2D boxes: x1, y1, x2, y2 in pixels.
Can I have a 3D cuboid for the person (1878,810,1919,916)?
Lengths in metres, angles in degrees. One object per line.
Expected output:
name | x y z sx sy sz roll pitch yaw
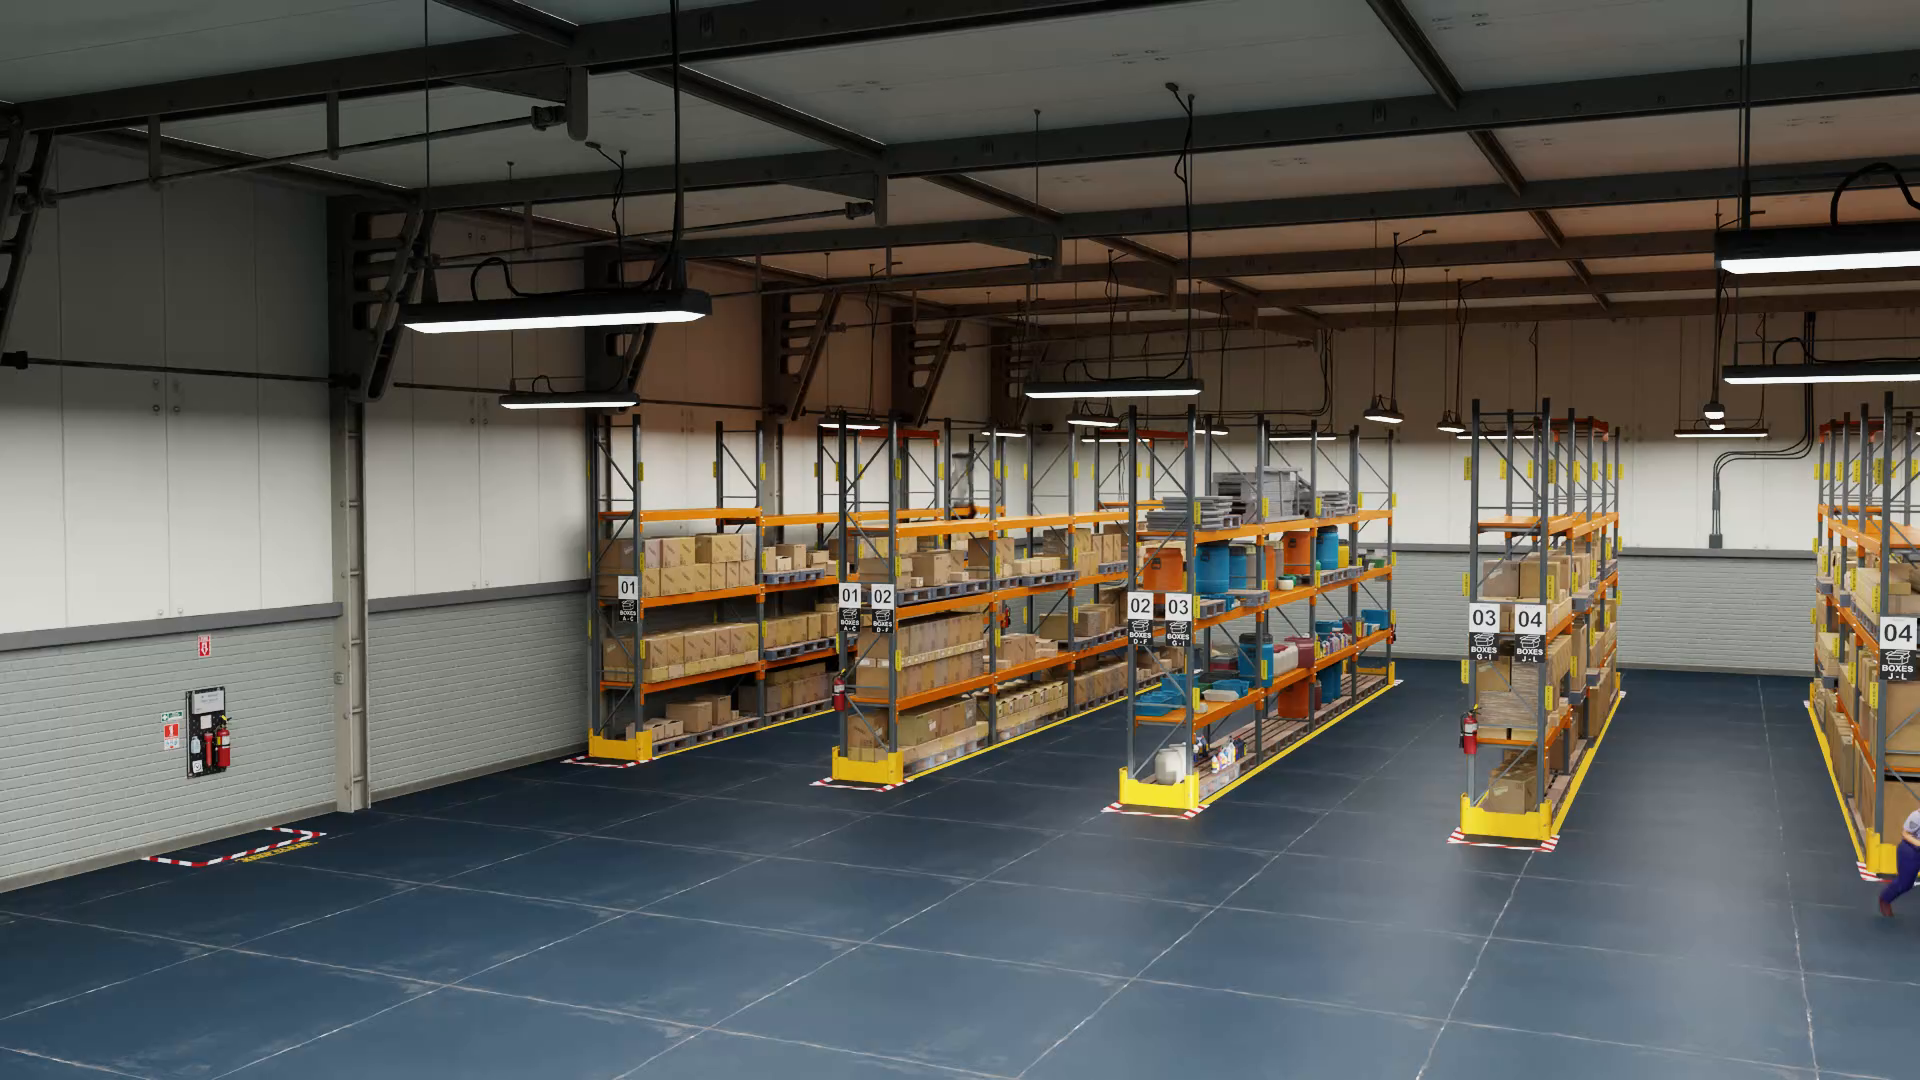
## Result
person | 10.473 3.504 18.222 0.648 1.598 0.962 0 2 -12

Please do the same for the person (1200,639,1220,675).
person | 5.105 2.797 33.703 0.571 1.642 0.889 1 3 27

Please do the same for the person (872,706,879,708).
person | -1.619 2.844 32.818 0.649 1.655 0.737 0 2 8
